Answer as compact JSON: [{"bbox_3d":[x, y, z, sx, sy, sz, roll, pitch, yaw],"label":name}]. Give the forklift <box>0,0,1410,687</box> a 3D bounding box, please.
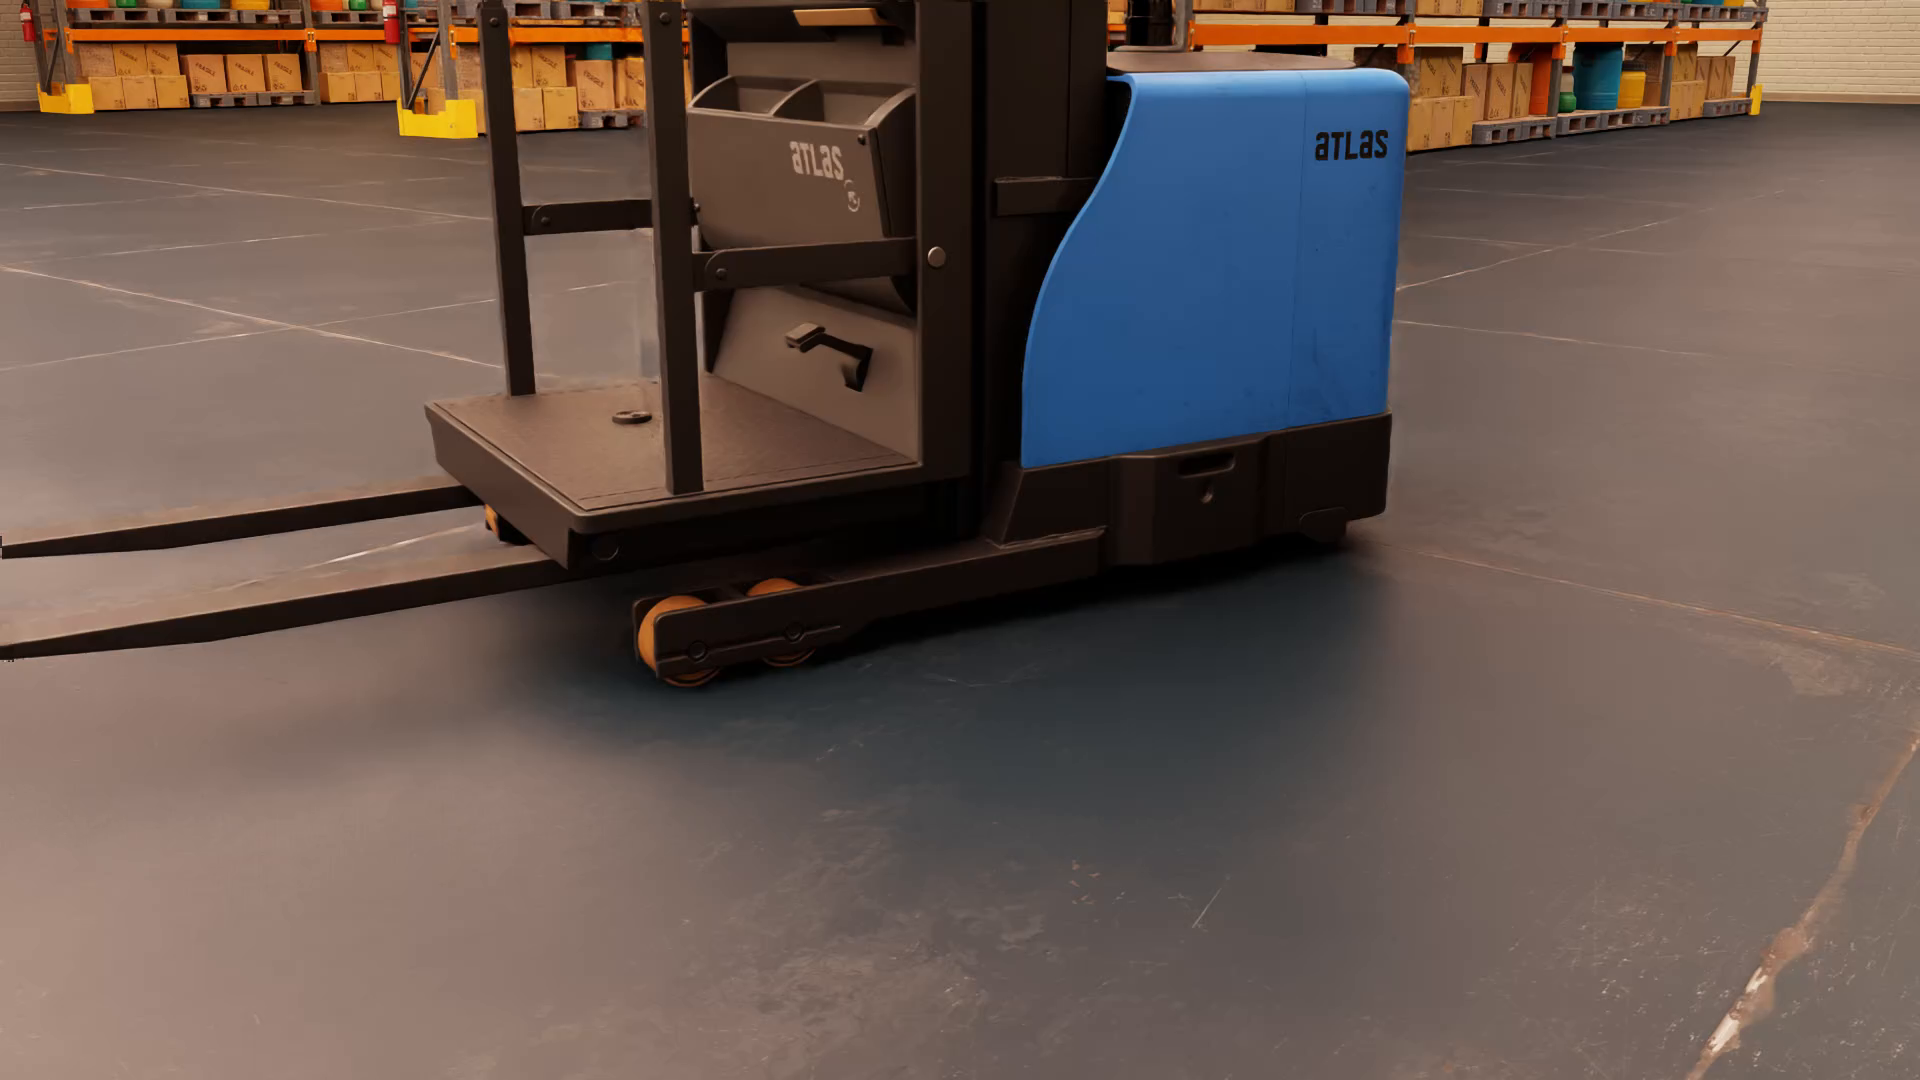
[{"bbox_3d":[-0.521,-1.307,3.202,3.031,2.935,1.130,-10,19,-29],"label":"forklift"}]
